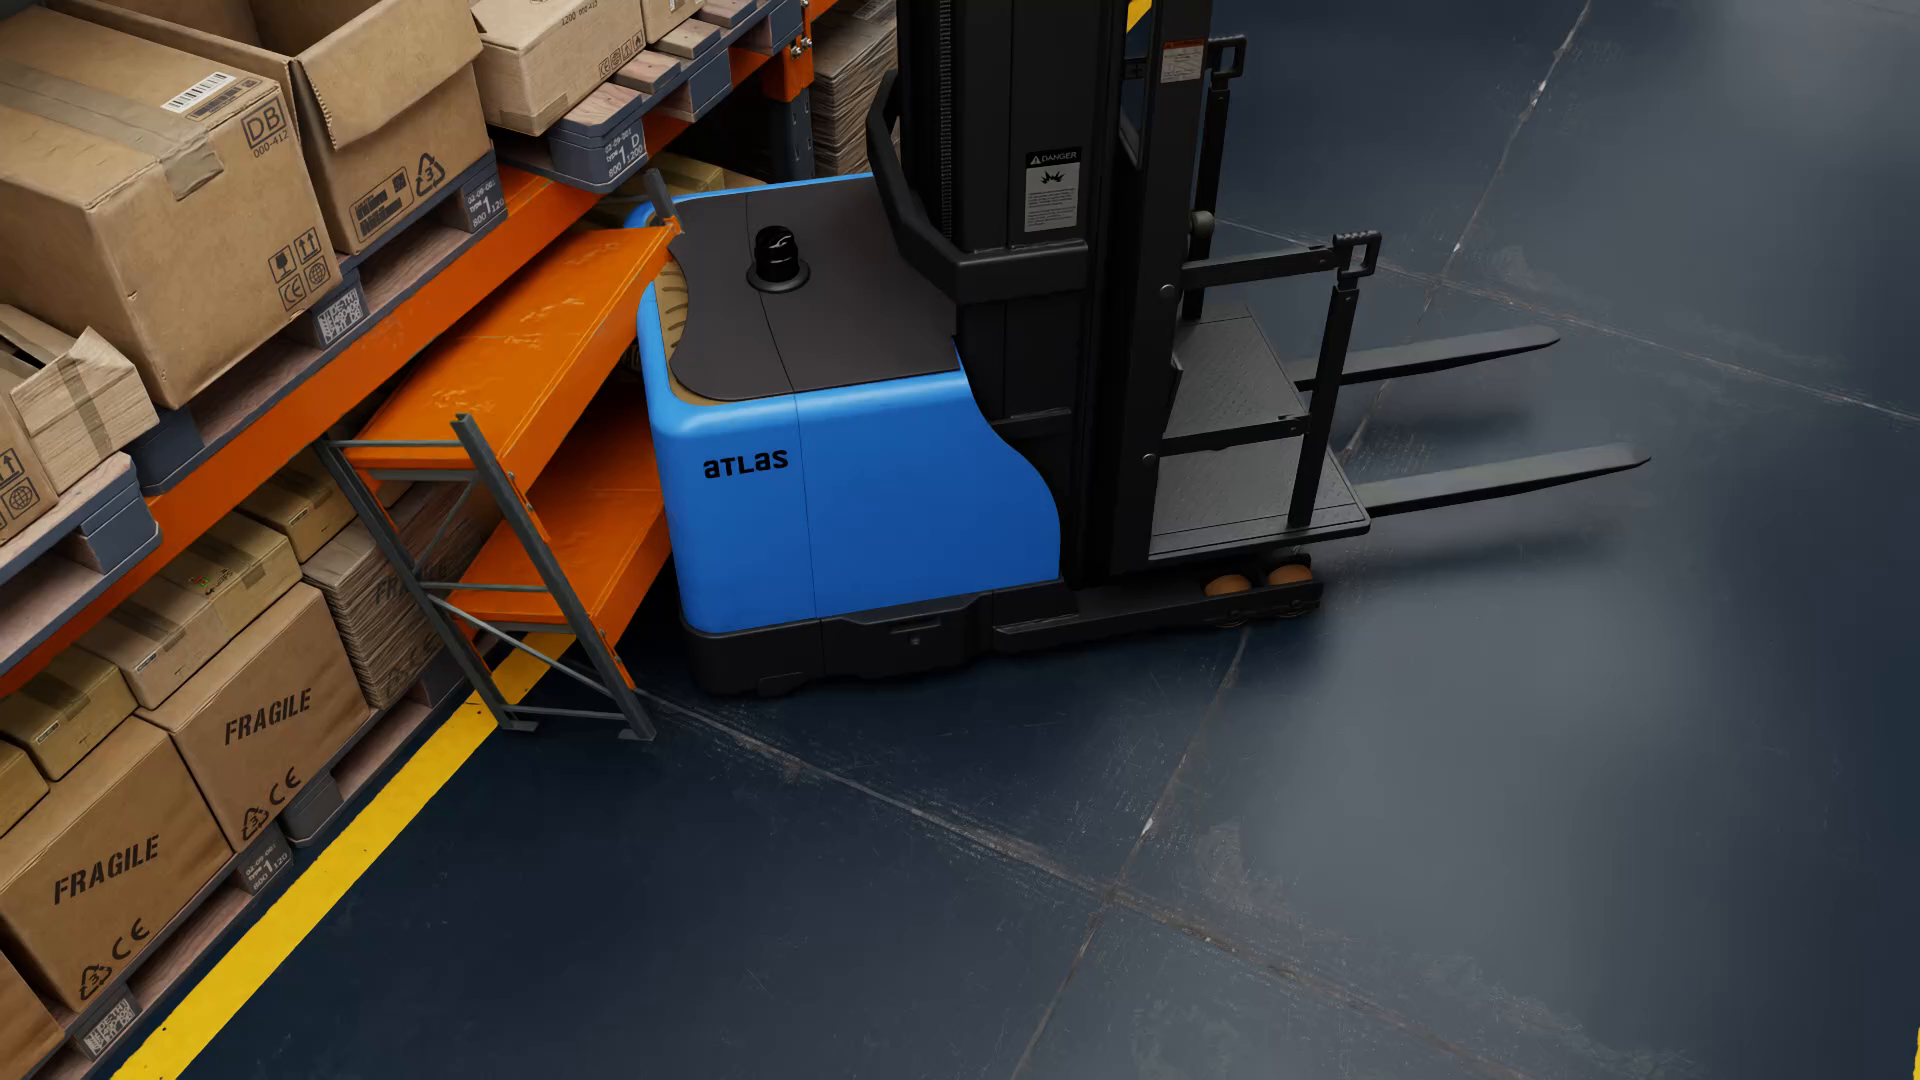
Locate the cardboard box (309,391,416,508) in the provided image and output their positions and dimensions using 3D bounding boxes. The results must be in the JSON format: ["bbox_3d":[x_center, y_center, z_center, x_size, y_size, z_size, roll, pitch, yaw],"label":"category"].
[{"bbox_3d":[-1.605,-0.266,4.410,0.380,0.149,0.250,18,48,17],"label":"cardboard box"}]

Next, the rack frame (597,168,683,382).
[{"bbox_3d":[-0.894,-0.583,4.889,0.500,1.125,0.032,1,44,23],"label":"rack frame"}]

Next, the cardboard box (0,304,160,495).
[{"bbox_3d":[-1.832,-0.319,3.256,0.396,0.266,0.258,23,50,21],"label":"cardboard box"}]

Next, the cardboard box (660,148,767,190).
[{"bbox_3d":[-0.966,-0.922,5.514,0.500,0.500,0.500,22,49,20],"label":"cardboard box"}]

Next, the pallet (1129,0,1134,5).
[{"bbox_3d":[0.590,-3.053,8.119,1.003,0.211,1.213,20,49,19],"label":"pallet"}]

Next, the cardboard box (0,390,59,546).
[{"bbox_3d":[-2.153,-0.210,2.983,0.700,0.500,0.500,21,49,19],"label":"cardboard box"}]

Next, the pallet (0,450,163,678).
[{"bbox_3d":[-2.349,0.130,3.148,1.003,0.211,1.213,20,49,19],"label":"pallet"}]

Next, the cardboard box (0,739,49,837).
[{"bbox_3d":[-2.245,0.529,3.624,0.380,0.149,0.250,18,48,17],"label":"cardboard box"}]

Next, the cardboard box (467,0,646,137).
[{"bbox_3d":[-1.163,-1.314,4.249,0.500,0.250,0.500,18,48,17],"label":"cardboard box"}]

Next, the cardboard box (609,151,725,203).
[{"bbox_3d":[-0.965,-1.092,5.227,0.380,0.149,0.250,18,48,17],"label":"cardboard box"}]

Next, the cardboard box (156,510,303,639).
[{"bbox_3d":[-1.864,0.051,4.096,0.380,0.149,0.250,22,49,20],"label":"cardboard box"}]

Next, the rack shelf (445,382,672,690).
[{"bbox_3d":[-0.982,-0.054,4.713,0.538,0.278,1.000,1,44,23],"label":"rack shelf"}]

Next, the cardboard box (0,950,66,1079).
[{"bbox_3d":[-2.393,1.030,3.585,0.500,0.500,0.500,22,49,21],"label":"cardboard box"}]

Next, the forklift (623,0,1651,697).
[{"bbox_3d":[0.610,-1.127,4.303,3.031,2.935,1.130,-9,46,-9],"label":"forklift"}]

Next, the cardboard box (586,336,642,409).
[{"bbox_3d":[-1.207,-0.610,5.206,0.500,0.500,0.500,20,49,18],"label":"cardboard box"}]

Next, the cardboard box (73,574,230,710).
[{"bbox_3d":[-1.981,0.207,3.943,0.380,0.149,0.250,20,49,19],"label":"cardboard box"}]

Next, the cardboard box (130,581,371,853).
[{"bbox_3d":[-1.919,0.379,4.229,0.500,0.500,0.500,19,48,18],"label":"cardboard box"}]

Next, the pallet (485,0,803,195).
[{"bbox_3d":[-1.212,-1.473,4.731,1.213,0.211,1.003,20,49,19],"label":"pallet"}]

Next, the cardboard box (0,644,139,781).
[{"bbox_3d":[-2.130,0.352,3.799,0.380,0.149,0.250,20,49,18],"label":"cardboard box"}]

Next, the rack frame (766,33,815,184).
[{"bbox_3d":[-0.960,-1.990,5.108,1.000,3.000,0.127,20,49,19],"label":"rack frame"}]

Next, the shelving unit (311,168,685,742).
[{"bbox_3d":[-1.046,-0.230,4.556,0.538,1.125,1.048,1,44,23],"label":"shelving unit"}]

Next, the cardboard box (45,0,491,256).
[{"bbox_3d":[-1.554,-1.085,3.845,0.797,0.503,0.637,19,48,18],"label":"cardboard box"}]

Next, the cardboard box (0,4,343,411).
[{"bbox_3d":[-1.789,-0.705,3.472,0.700,0.500,0.500,20,49,19],"label":"cardboard box"}]

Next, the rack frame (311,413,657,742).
[{"bbox_3d":[-1.198,0.122,4.223,0.500,1.125,0.032,1,44,23],"label":"rack frame"}]

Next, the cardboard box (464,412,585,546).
[{"bbox_3d":[-1.448,-0.279,4.879,0.500,0.500,0.500,22,49,21],"label":"cardboard box"}]

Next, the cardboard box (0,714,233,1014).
[{"bbox_3d":[-2.154,0.692,3.920,0.500,0.500,0.500,20,49,19],"label":"cardboard box"}]

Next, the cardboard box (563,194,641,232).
[{"bbox_3d":[-1.064,-0.910,5.047,0.380,0.149,0.250,18,48,17],"label":"cardboard box"}]

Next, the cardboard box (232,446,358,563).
[{"bbox_3d":[-1.764,-0.128,4.274,0.380,0.149,0.250,21,49,19],"label":"cardboard box"}]

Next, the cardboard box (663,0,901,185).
[{"bbox_3d":[-0.658,-1.691,6.187,0.875,0.625,0.625,22,49,20],"label":"cardboard box"}]

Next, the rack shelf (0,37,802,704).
[{"bbox_3d":[-1.888,-0.477,4.119,1.077,0.370,4.000,20,49,19],"label":"rack shelf"}]

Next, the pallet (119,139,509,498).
[{"bbox_3d":[-1.858,-0.696,3.964,1.003,0.211,1.213,20,49,19],"label":"pallet"}]

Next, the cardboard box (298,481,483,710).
[{"bbox_3d":[-1.672,0.054,4.550,0.500,0.500,0.500,19,48,18],"label":"cardboard box"}]

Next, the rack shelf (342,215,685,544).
[{"bbox_3d":[-1.122,-0.441,4.368,0.538,0.278,1.000,1,44,23],"label":"rack shelf"}]

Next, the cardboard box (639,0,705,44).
[{"bbox_3d":[-0.925,-1.509,4.514,0.380,0.149,0.250,21,49,20],"label":"cardboard box"}]

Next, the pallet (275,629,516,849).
[{"bbox_3d":[-1.907,0.214,4.891,1.003,0.211,1.213,20,49,19],"label":"pallet"}]

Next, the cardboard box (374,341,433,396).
[{"bbox_3d":[-1.503,-0.450,4.592,0.380,0.149,0.250,20,49,18],"label":"cardboard box"}]

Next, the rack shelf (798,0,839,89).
[{"bbox_3d":[-0.031,-2.997,6.609,1.077,0.370,4.000,20,49,19],"label":"rack shelf"}]

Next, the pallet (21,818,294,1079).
[{"bbox_3d":[-2.472,0.985,4.128,1.003,0.211,1.213,20,49,19],"label":"pallet"}]
